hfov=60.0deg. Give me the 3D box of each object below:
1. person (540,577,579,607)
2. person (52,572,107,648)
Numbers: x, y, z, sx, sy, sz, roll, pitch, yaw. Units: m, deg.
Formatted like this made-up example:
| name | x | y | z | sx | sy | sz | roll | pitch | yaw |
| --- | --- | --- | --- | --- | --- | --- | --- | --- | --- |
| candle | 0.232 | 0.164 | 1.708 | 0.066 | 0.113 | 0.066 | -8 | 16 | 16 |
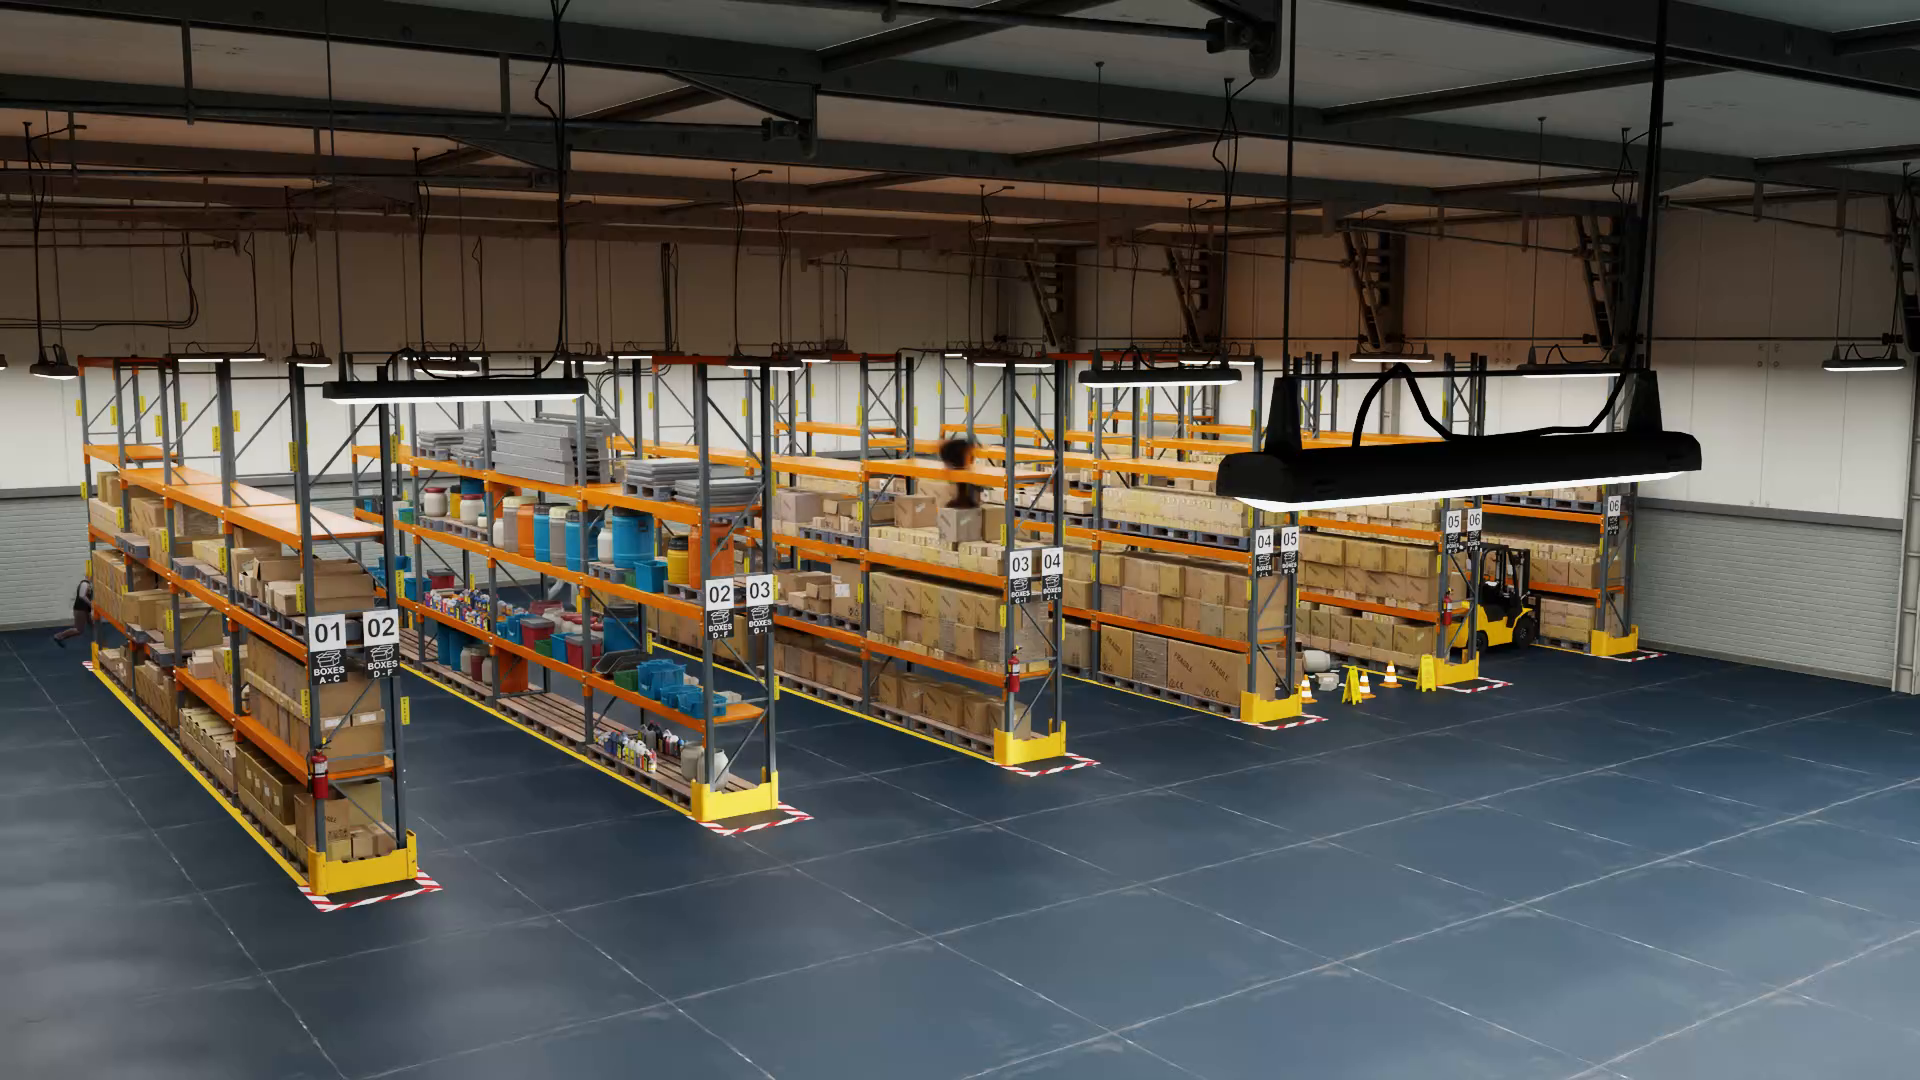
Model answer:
| name | x | y | z | sx | sy | sz | roll | pitch | yaw |
| --- | --- | --- | --- | --- | --- | --- | --- | --- | --- |
| person | -9.335 | 0.778 | 39.073 | 1.094 | 1.636 | 0.725 | 1 | 7 | 7 |
| person | -17.637 | 1.461 | 33.376 | 1.074 | 1.723 | 0.666 | -2 | 7 | -20 |
